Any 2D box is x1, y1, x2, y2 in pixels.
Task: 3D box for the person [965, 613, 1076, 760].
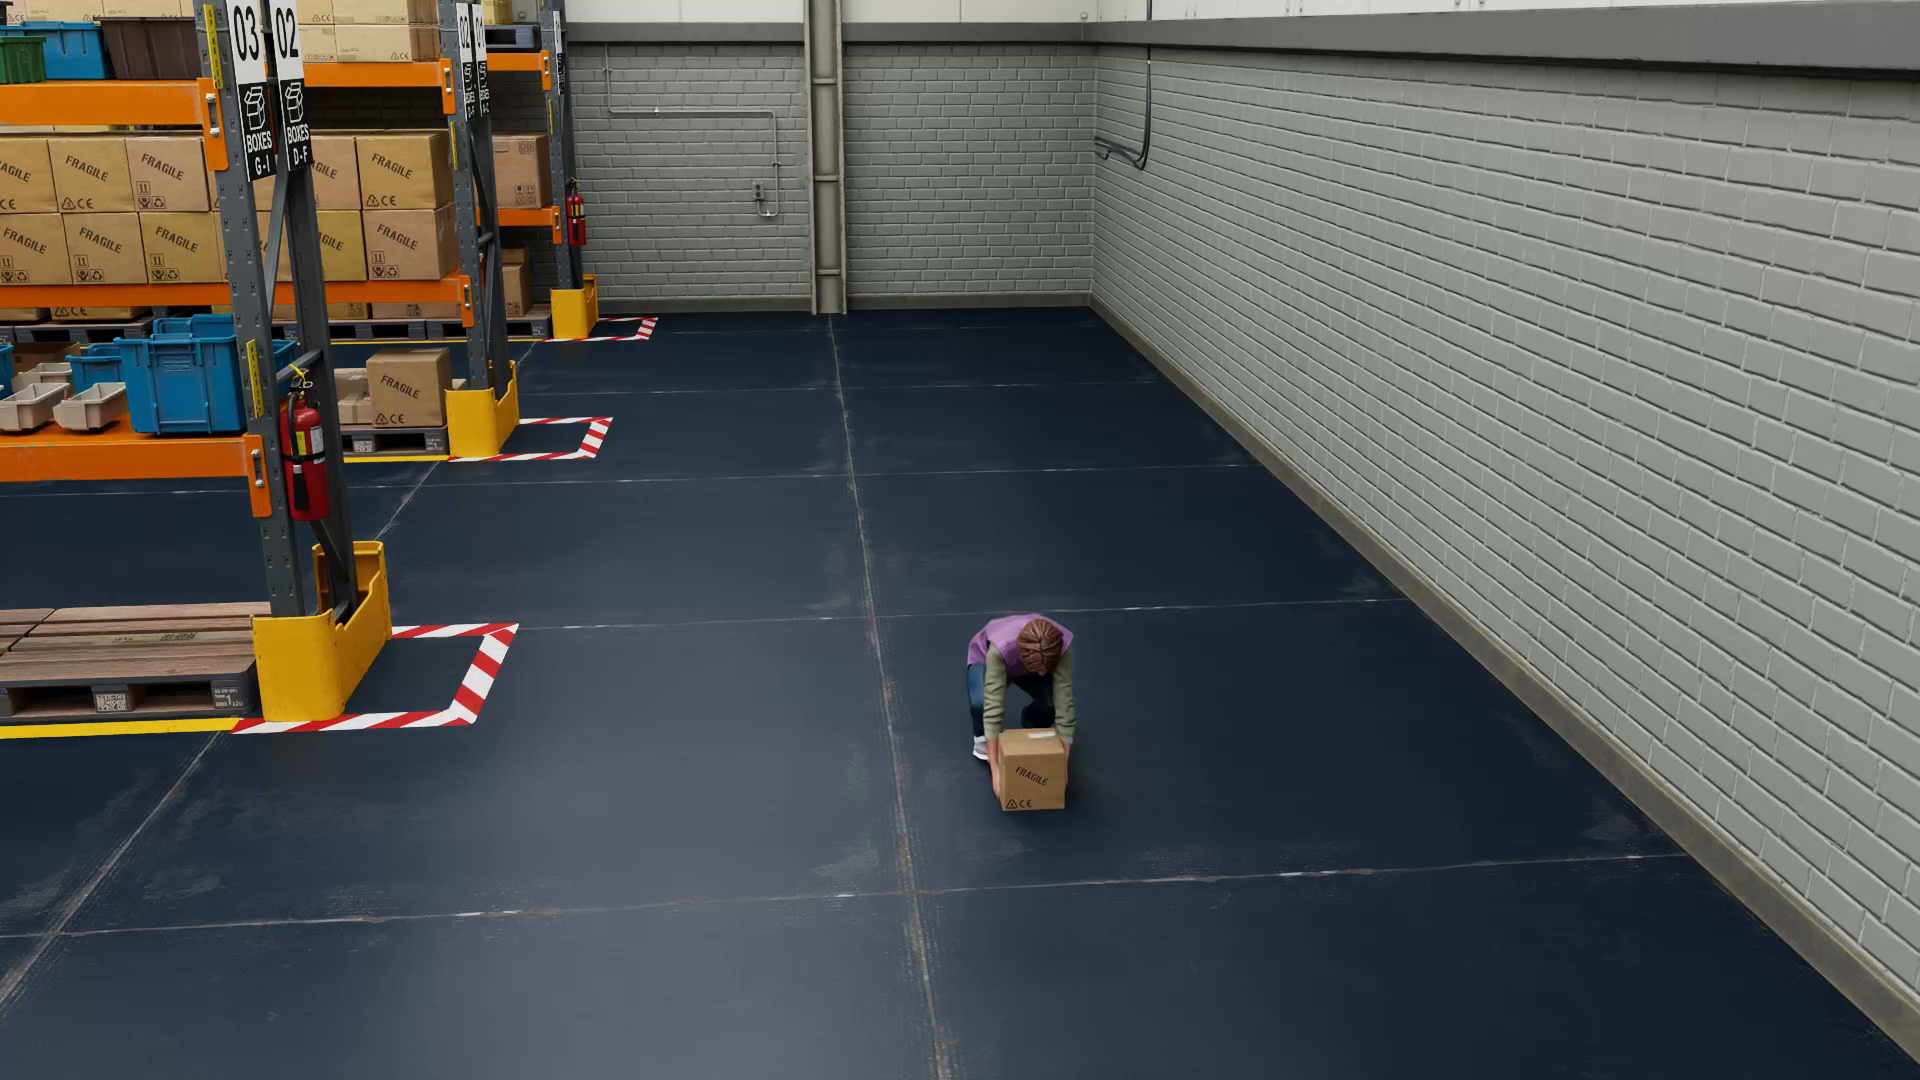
[{"bbox_3d":[0.241,0.610,7.111,0.437,0.701,0.684,-2,17,-6],"label":"person"}]
